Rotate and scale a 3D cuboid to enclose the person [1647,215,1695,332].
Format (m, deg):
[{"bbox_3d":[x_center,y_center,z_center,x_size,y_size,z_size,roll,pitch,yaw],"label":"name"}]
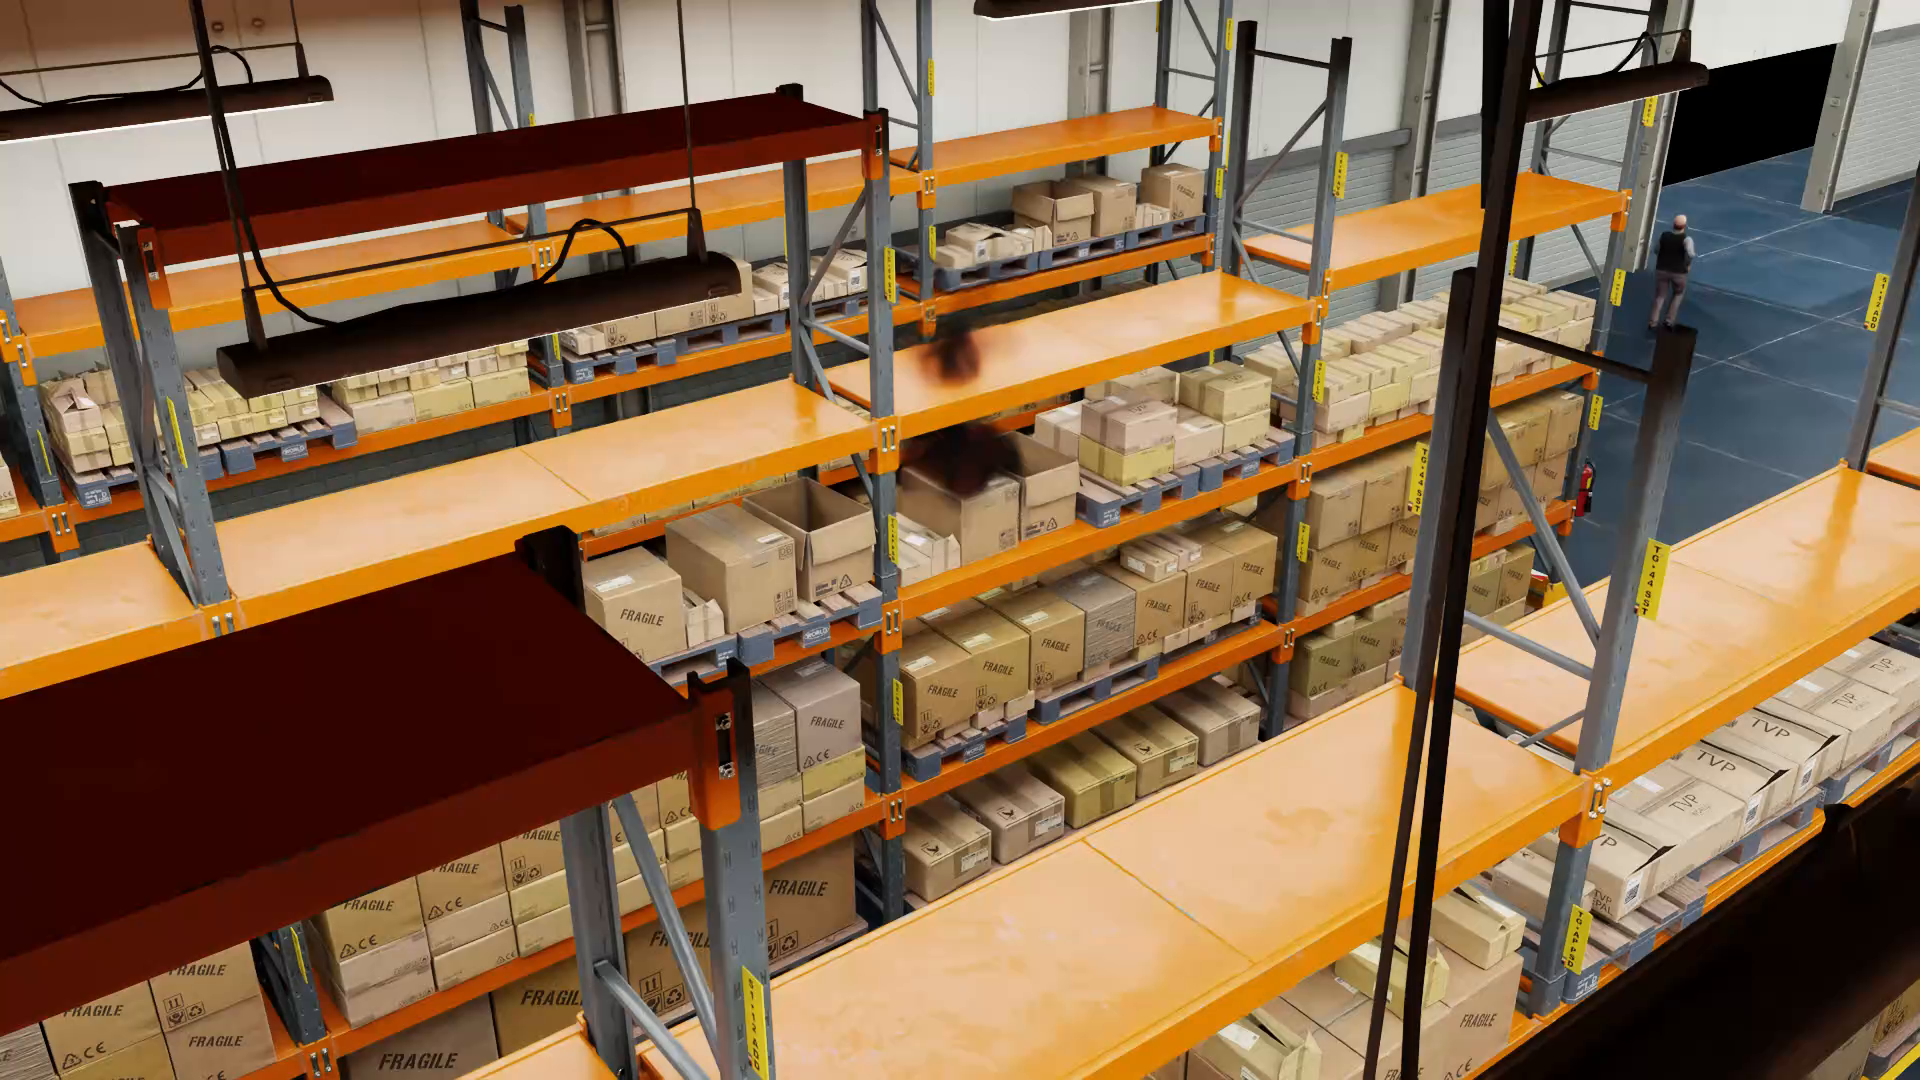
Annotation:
[{"bbox_3d":[10.229,-3.802,23.927,0.639,1.780,0.731,18,31,32],"label":"person"}]
